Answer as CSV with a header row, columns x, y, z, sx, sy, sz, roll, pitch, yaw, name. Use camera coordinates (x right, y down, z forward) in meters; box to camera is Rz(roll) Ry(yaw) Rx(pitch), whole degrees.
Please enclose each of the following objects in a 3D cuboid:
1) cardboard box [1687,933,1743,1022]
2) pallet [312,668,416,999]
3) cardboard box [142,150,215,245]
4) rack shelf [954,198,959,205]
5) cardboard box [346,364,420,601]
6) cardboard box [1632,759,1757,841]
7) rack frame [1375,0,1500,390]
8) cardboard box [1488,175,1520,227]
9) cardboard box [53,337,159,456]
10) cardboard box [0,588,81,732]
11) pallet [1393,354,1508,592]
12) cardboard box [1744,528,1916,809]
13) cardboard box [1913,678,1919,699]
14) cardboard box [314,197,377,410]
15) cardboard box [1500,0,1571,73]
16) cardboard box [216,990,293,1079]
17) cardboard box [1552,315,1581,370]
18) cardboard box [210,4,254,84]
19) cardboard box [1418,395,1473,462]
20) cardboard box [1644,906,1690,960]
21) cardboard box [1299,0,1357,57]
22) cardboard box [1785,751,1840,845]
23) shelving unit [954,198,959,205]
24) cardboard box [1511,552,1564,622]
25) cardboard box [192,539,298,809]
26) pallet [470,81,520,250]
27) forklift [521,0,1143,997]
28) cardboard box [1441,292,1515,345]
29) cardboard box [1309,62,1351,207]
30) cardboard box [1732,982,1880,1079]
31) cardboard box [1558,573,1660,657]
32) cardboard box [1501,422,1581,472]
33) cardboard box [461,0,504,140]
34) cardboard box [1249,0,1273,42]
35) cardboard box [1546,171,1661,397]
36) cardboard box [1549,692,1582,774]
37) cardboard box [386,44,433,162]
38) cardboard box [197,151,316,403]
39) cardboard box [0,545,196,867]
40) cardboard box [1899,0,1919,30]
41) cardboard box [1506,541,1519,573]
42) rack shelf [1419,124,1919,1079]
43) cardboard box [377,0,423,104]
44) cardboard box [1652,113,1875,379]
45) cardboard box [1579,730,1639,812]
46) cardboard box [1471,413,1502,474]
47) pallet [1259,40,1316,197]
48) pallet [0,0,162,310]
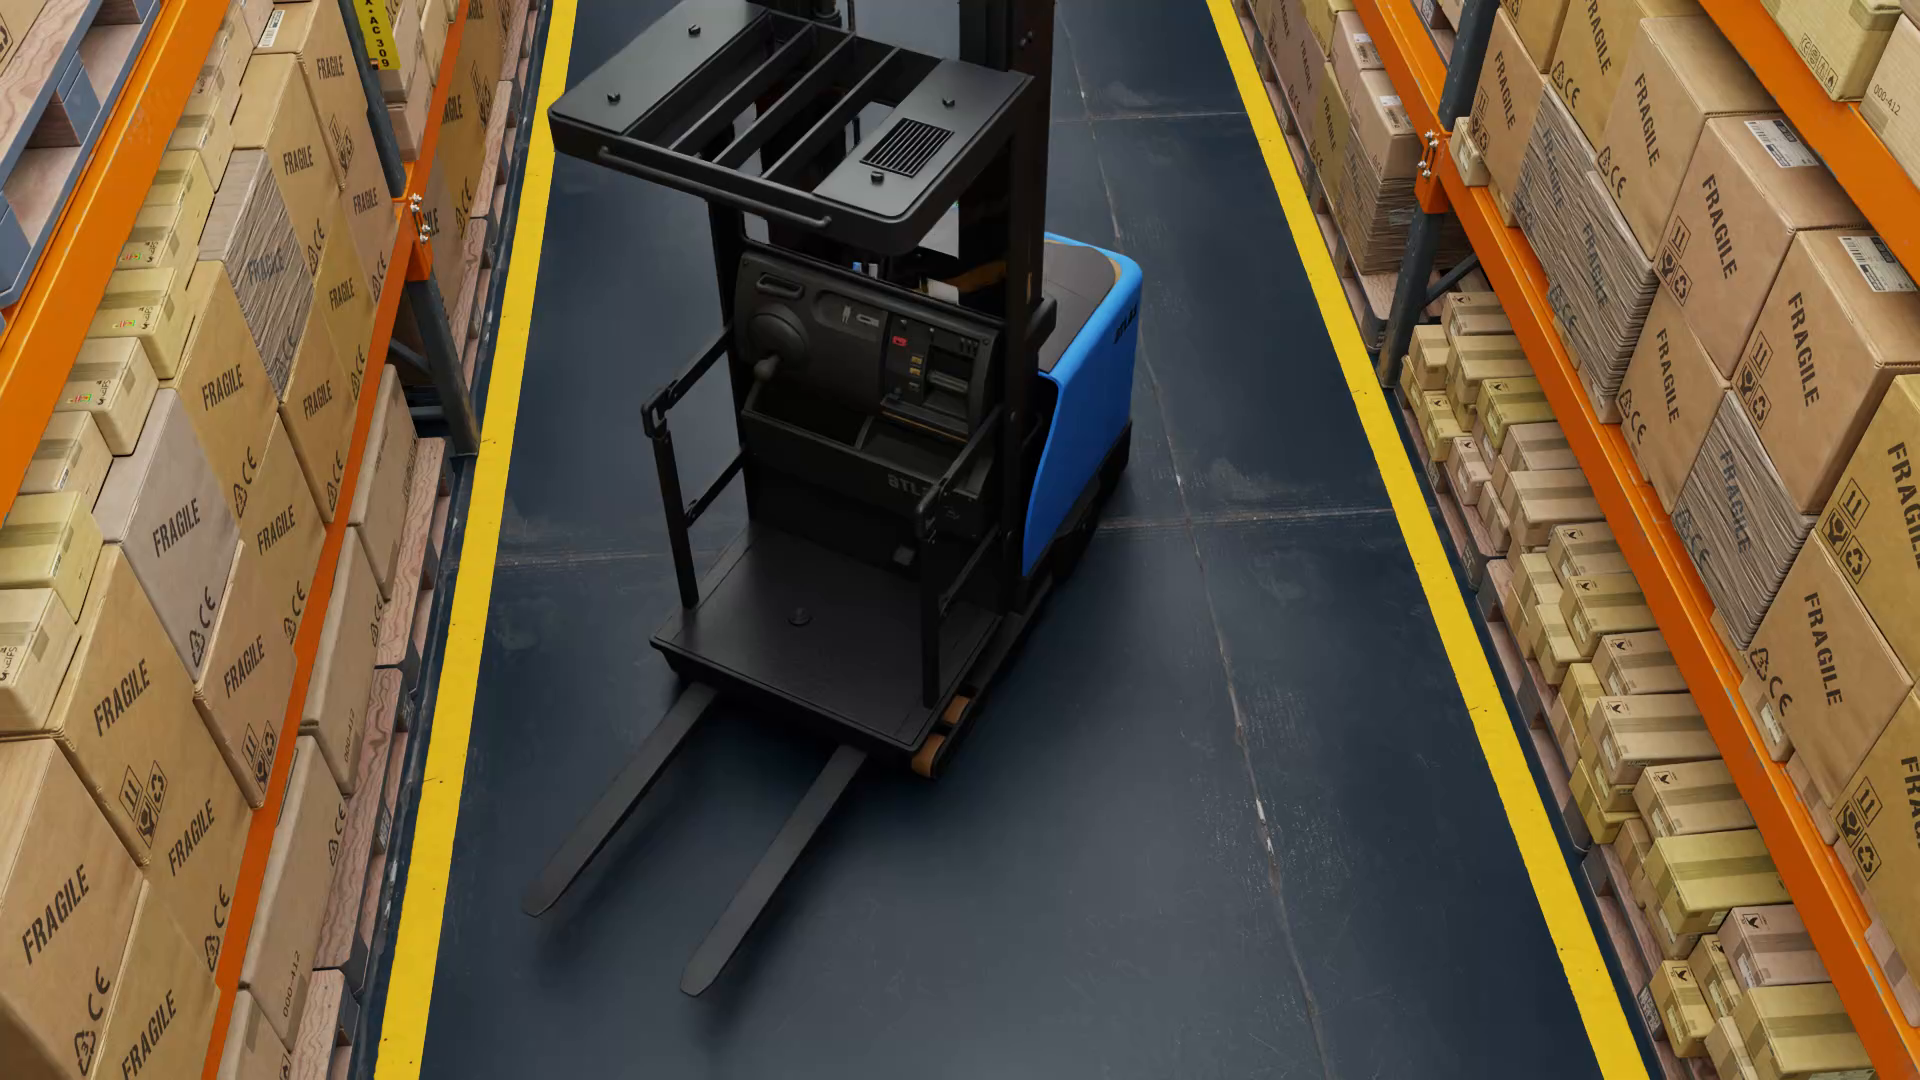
x,y,z,sx,sy,sz,roll,pitch,yaw,name
2.406,1.297,4.925,0.380,0.149,0.250,-4,47,-4,cardboard box
-2.465,0.999,5.659,1.003,0.211,1.213,-3,47,-3,pallet
-2.169,-0.869,4.302,0.380,0.149,0.250,-4,47,-4,cardboard box
0.054,-1.347,6.957,0.258,0.148,0.480,-19,49,-17,rack shelf
-2.611,-0.202,6.351,0.875,0.438,0.875,-4,47,-4,cardboard box
2.335,0.828,5.164,0.380,0.149,0.250,-5,47,-5,cardboard box
2.368,-1.774,6.364,1.000,3.000,0.127,-3,47,-3,rack frame
2.161,-1.280,6.069,0.380,0.149,0.250,-2,47,-2,cardboard box
-2.069,-0.320,3.783,0.380,0.149,0.250,-3,47,-3,cardboard box
-1.976,0.239,3.253,0.380,0.149,0.250,-2,47,-2,cardboard box
2.459,-0.331,6.918,1.003,0.211,1.213,-3,47,-3,pallet
2.371,0.301,4.125,0.500,0.500,0.500,-4,47,-4,cardboard box
2.417,0.324,3.415,0.500,0.500,0.500,-4,47,-4,cardboard box
-2.214,-0.742,5.318,0.500,0.500,0.500,-5,47,-4,cardboard box
2.163,-1.913,5.533,0.500,0.500,0.500,-2,47,-2,cardboard box
-2.376,1.760,4.493,0.875,0.438,0.875,-5,47,-5,cardboard box
2.209,-0.707,5.527,0.380,0.149,0.250,-3,47,-3,cardboard box
-2.288,-1.419,4.824,0.380,0.149,0.250,-3,47,-3,cardboard box
2.101,-0.462,6.796,0.380,0.149,0.250,-2,47,-2,cardboard box
2.392,1.212,5.211,0.380,0.149,0.250,-4,47,-3,cardboard box
1.966,-2.594,8.057,0.500,0.250,0.500,-5,47,-5,cardboard box
2.375,0.625,4.265,0.380,0.149,0.250,-4,47,-4,cardboard box
0.054,-1.226,7.085,0.258,1.200,0.503,-19,49,-17,shelving unit
2.224,0.176,5.987,0.380,0.149,0.250,-4,47,-4,cardboard box
-2.070,0.362,4.273,0.500,0.500,0.500,-4,47,-4,cardboard box
-2.801,-1.879,8.384,1.003,0.211,1.213,-3,47,-3,pallet
-0.417,-0.536,5.239,1.130,2.935,3.031,21,50,18,forklift
2.190,-0.880,6.782,0.380,0.149,0.250,-2,47,-2,cardboard box
2.012,-1.950,7.963,0.500,0.500,0.500,-4,47,-4,cardboard box
2.406,1.384,4.638,0.380,0.149,0.250,-3,47,-3,cardboard box
2.296,0.252,5.710,0.380,0.149,0.250,-3,47,-3,cardboard box
2.269,-0.310,6.243,0.380,0.149,0.250,-5,47,-4,cardboard box
-2.846,-2.557,8.280,0.875,0.875,0.875,-3,47,-3,cardboard box
1.884,-3.062,9.016,0.500,0.500,0.500,-3,47,-3,cardboard box
2.213,-0.813,5.180,0.500,0.500,0.500,-4,47,-4,cardboard box
2.272,0.654,5.739,0.380,0.149,0.250,-3,47,-3,cardboard box
-2.330,-1.683,6.381,0.500,0.250,0.500,-4,47,-4,cardboard box
-2.155,-0.718,4.607,0.500,0.500,0.500,-3,47,-3,cardboard box
-2.028,0.378,3.568,0.500,0.500,0.500,-5,47,-4,cardboard box
2.327,-1.090,3.409,0.500,0.250,0.500,-3,47,-3,cardboard box
2.302,0.088,6.275,0.380,0.149,0.250,-5,47,-5,cardboard box
2.535,-0.079,5.255,1.077,0.370,4.000,-3,47,-3,rack shelf
-2.312,-1.856,6.200,0.500,0.250,0.500,-5,47,-4,cardboard box
2.274,-0.801,4.480,0.500,0.500,0.500,-5,47,-5,cardboard box
2.273,0.740,5.453,0.380,0.149,0.250,-3,47,-3,cardboard box
2.246,-0.407,6.539,0.380,0.149,0.250,-4,47,-4,cardboard box
2.196,-2.263,8.748,1.003,0.211,1.213,-3,47,-3,pallet
-2.399,-0.927,3.558,1.003,0.211,1.213,-3,47,-3,pallet
